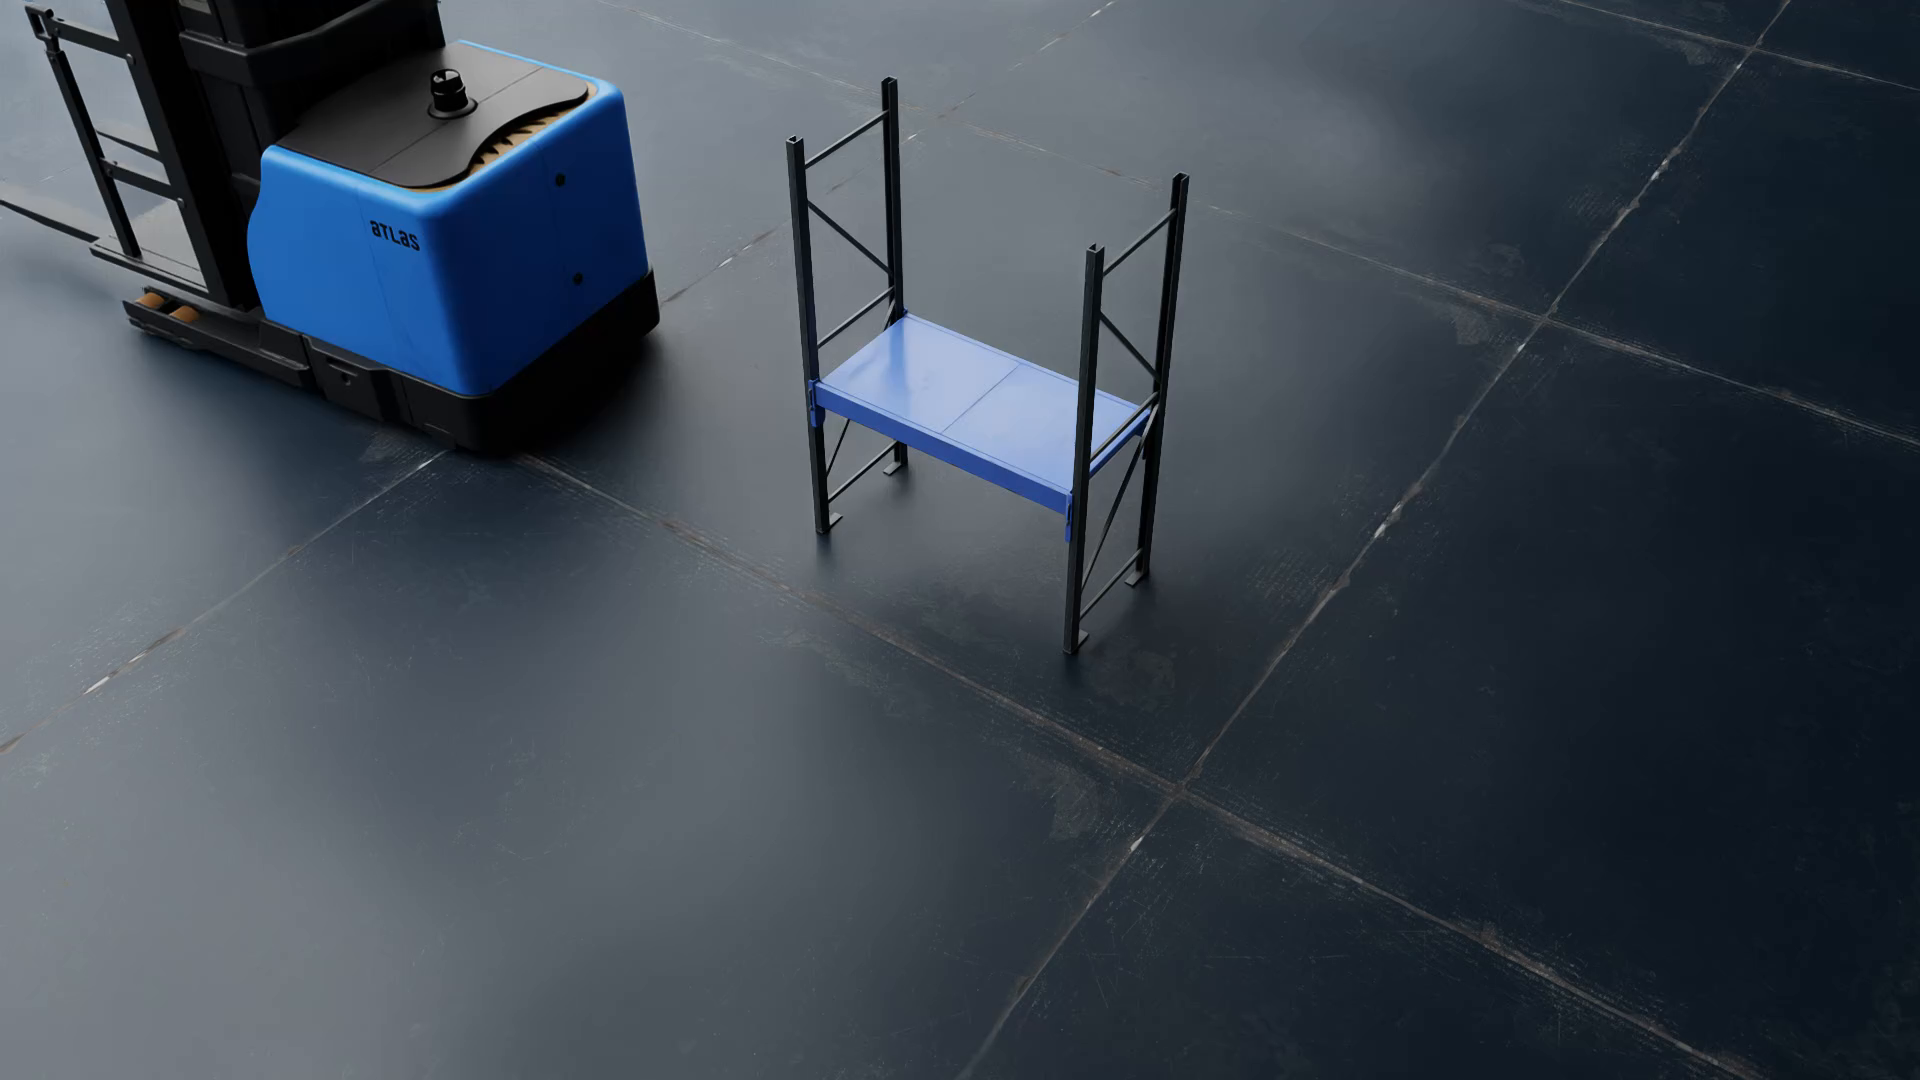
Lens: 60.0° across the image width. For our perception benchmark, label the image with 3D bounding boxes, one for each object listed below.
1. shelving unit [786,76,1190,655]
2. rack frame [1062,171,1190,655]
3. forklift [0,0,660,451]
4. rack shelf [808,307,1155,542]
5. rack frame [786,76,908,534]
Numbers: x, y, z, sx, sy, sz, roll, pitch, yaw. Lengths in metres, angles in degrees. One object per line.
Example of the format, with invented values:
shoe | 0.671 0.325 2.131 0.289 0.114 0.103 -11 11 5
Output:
shelving unit | 0.070 -0.526 5.213 1.048 1.500 0.538 25 48 25
rack frame | 0.486 -0.332 4.996 0.032 1.500 0.500 25 48 25
forklift | -2.733 -2.133 5.936 3.031 2.935 1.130 21 46 22
rack shelf | 0.070 -0.392 5.333 1.000 0.185 0.538 25 48 25
rack frame | -0.346 -0.721 5.431 0.032 1.500 0.500 25 48 25
